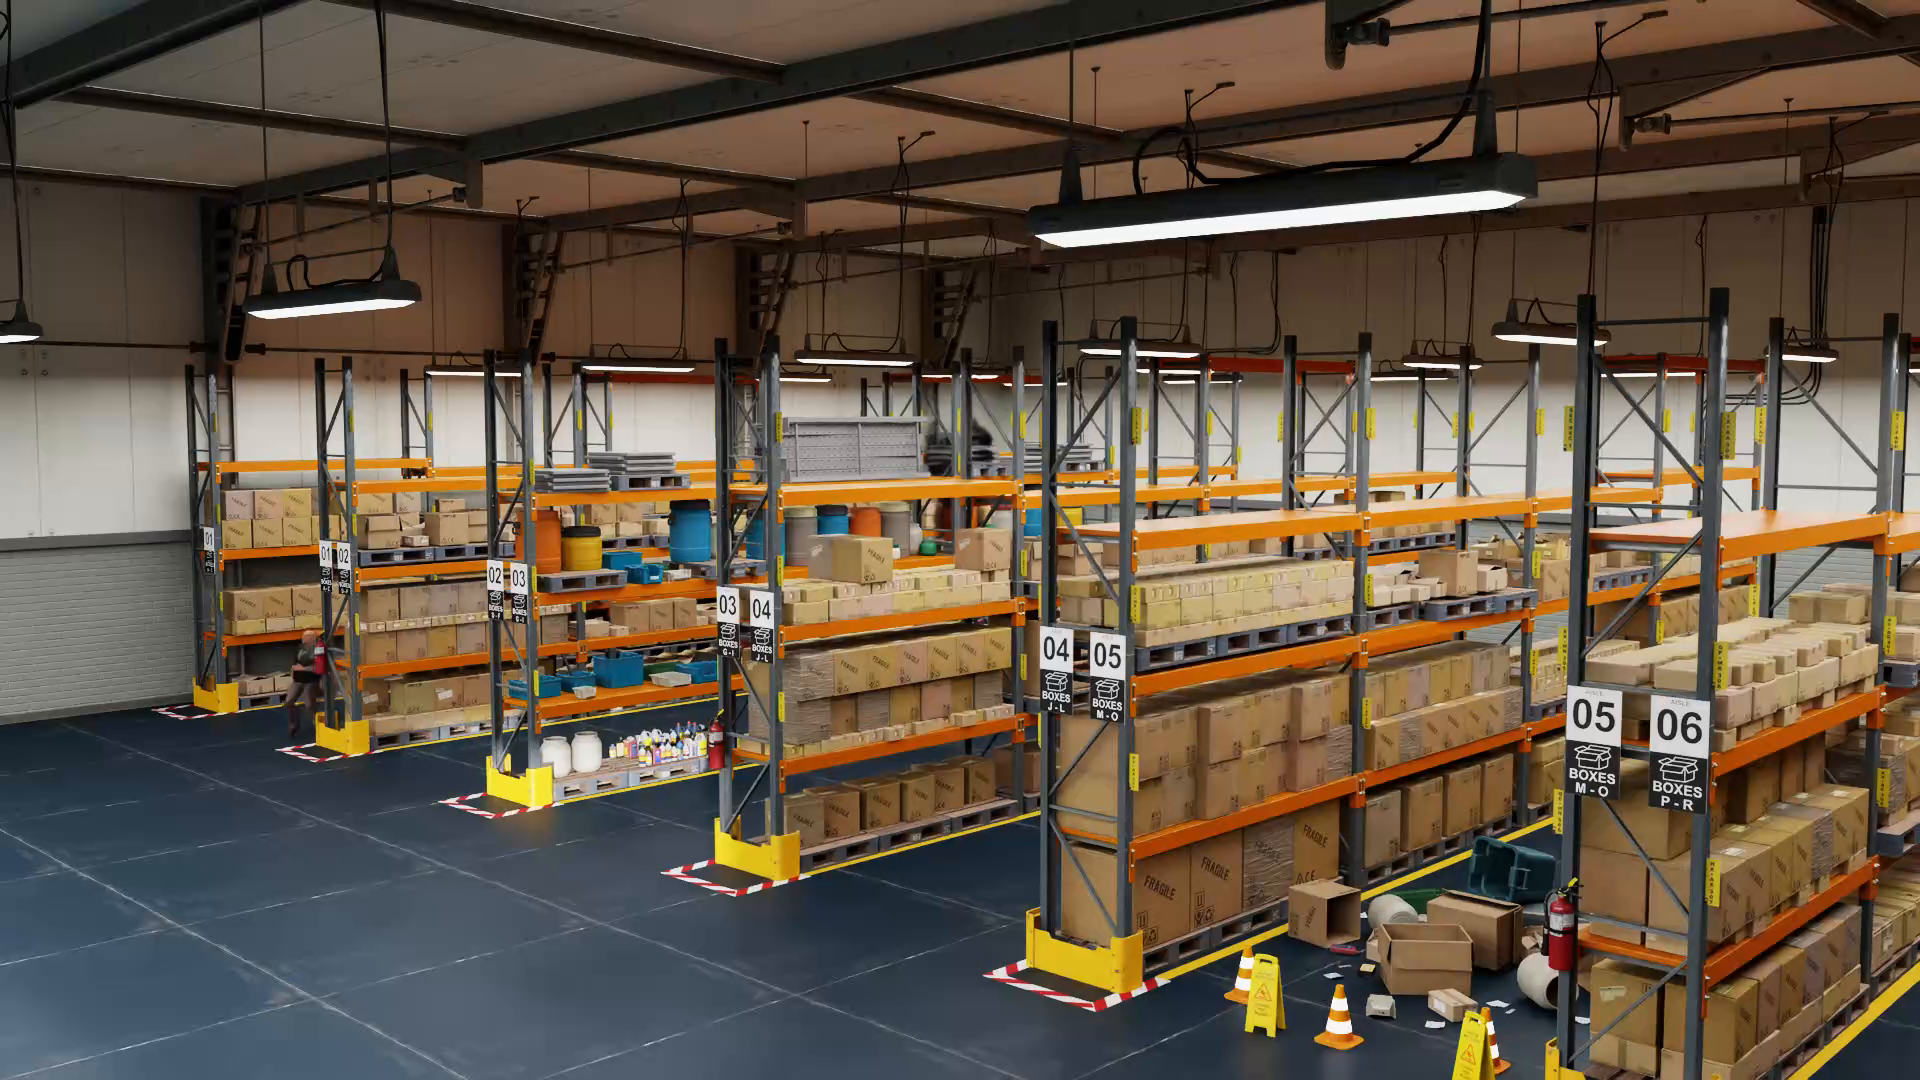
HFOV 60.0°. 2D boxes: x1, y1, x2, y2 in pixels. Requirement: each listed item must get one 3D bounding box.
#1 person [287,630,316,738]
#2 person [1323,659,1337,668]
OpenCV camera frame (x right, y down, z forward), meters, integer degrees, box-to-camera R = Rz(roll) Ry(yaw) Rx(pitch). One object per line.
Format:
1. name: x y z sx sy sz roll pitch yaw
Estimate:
1. person: -10.402 2.307 26.607 0.642 1.773 0.658 1 5 17
2. person: 5.407 2.527 24.283 0.540 1.558 0.524 -4 6 -44
